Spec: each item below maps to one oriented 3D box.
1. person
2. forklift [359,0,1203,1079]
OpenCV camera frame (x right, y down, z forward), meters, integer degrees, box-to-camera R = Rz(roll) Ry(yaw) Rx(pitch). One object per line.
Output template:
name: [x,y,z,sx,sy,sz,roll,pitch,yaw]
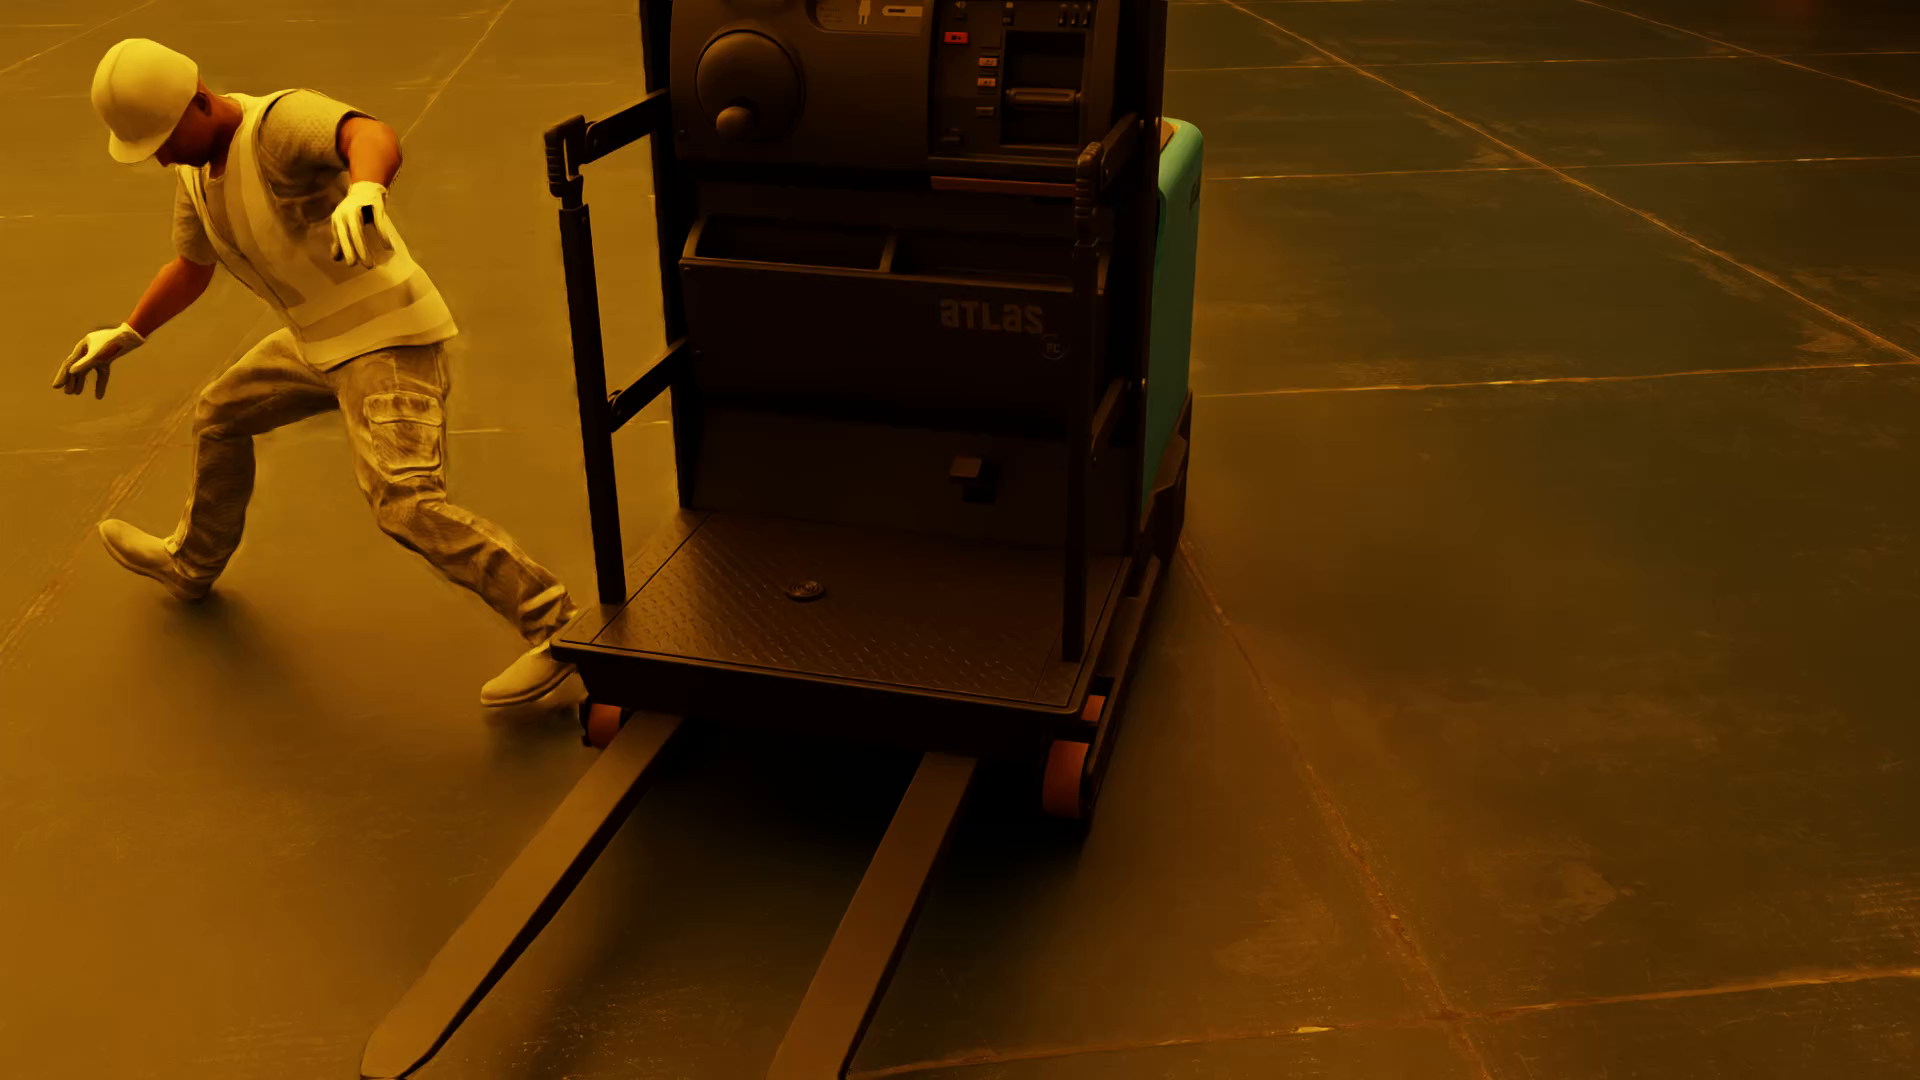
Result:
person: [-1.518,-0.385,3.779,0.797,1.454,1.314,-20,32,-35]
forklift: [-0.190,-0.930,3.160,1.130,2.935,3.031,6,26,13]
